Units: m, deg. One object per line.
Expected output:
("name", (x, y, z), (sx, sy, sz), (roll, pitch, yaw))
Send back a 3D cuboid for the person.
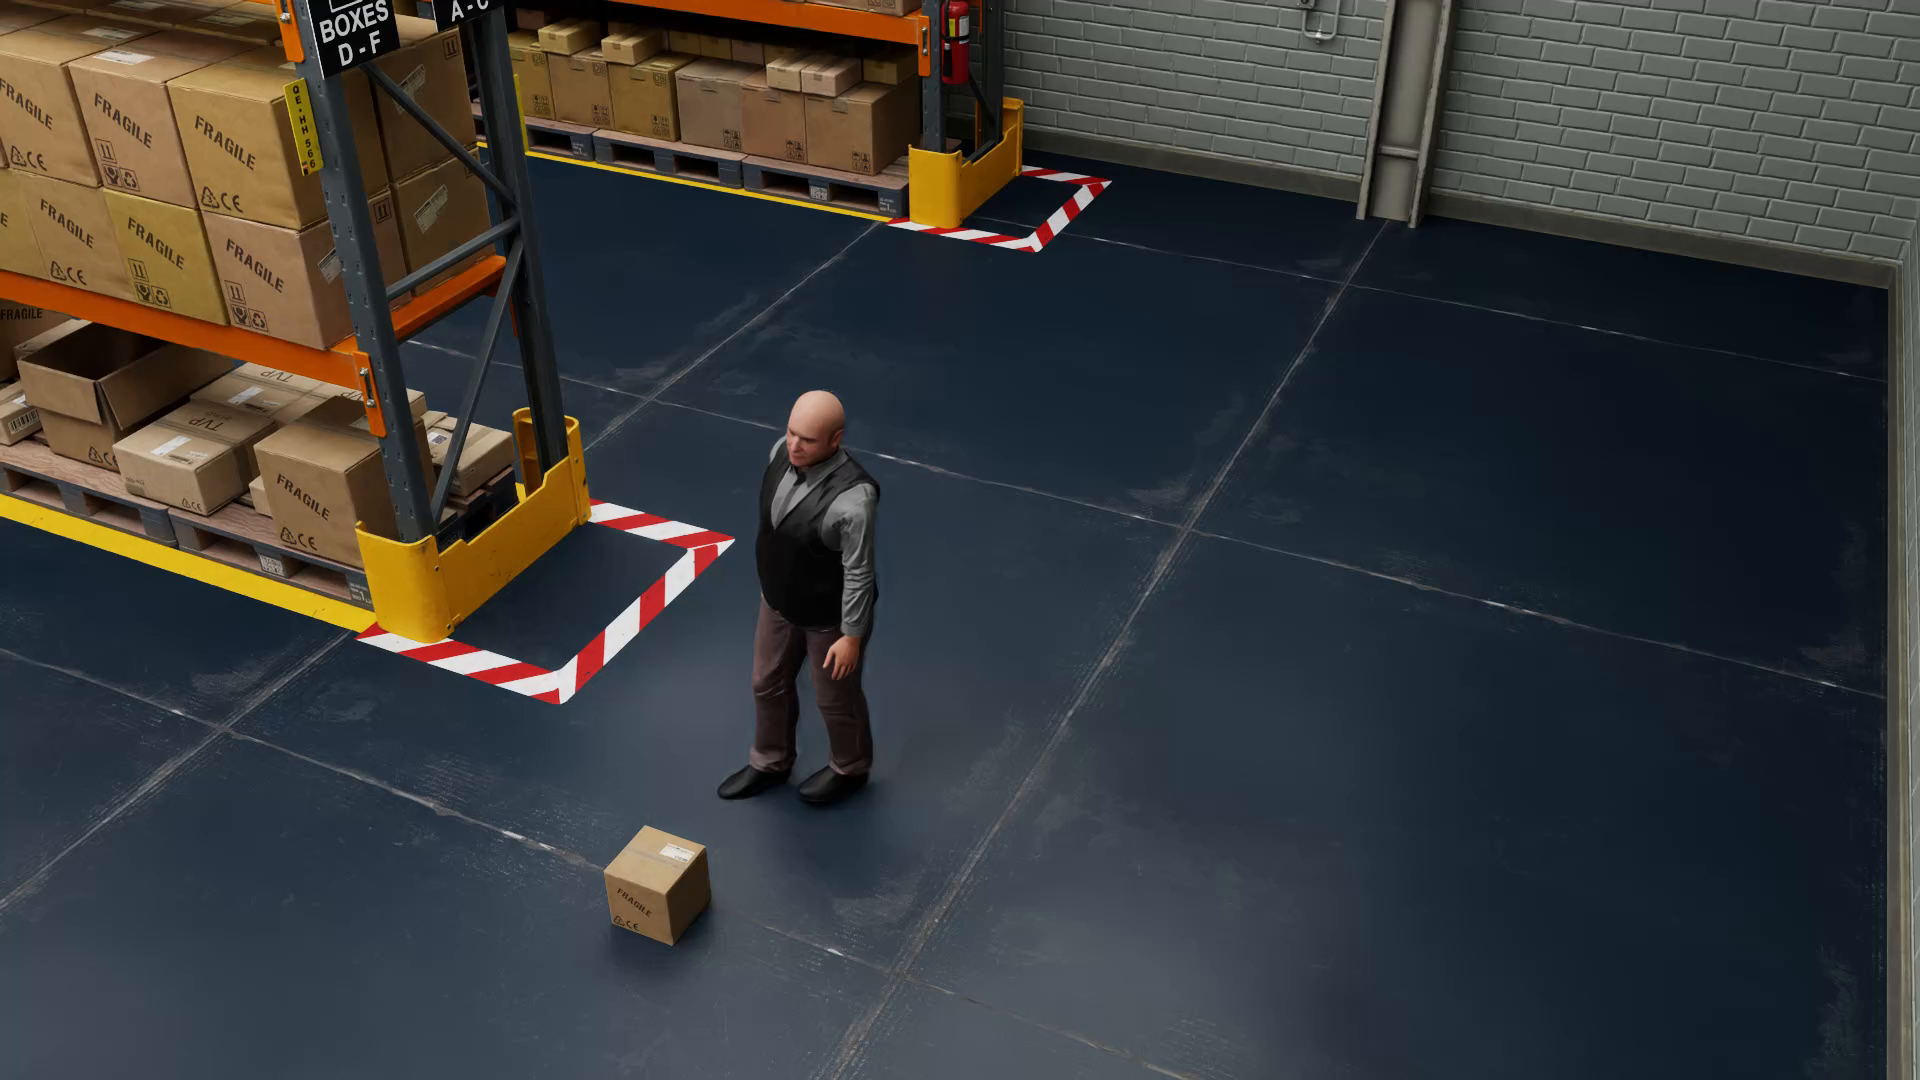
("person", (-0.552, 0.260, 5.774), (0.526, 1.741, 0.582), (-26, 41, -33))
